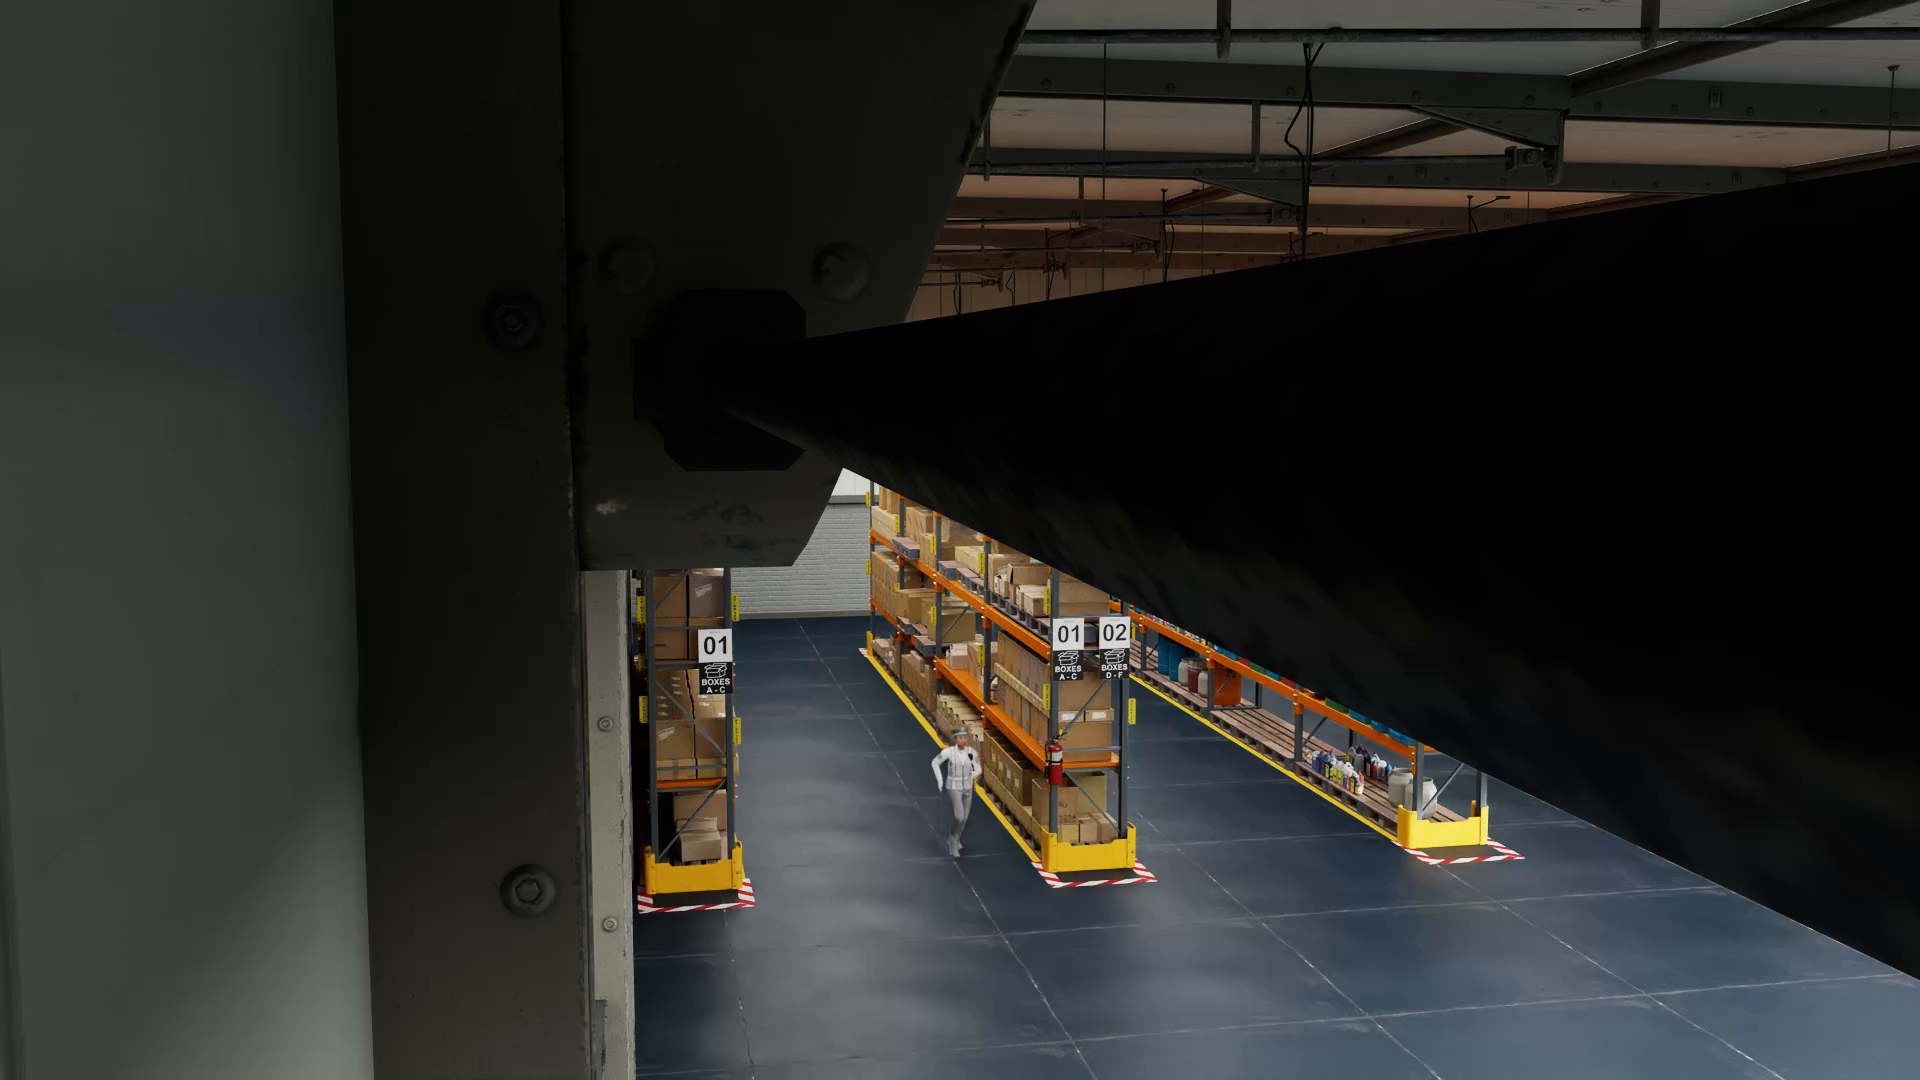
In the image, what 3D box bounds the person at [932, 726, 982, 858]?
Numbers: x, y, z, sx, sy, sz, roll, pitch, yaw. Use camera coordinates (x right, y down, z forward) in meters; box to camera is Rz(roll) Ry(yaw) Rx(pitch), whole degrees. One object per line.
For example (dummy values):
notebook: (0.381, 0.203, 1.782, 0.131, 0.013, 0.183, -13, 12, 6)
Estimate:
person: (0.001, 3.252, 21.514, 0.579, 1.718, 0.688, -3, 7, -24)
